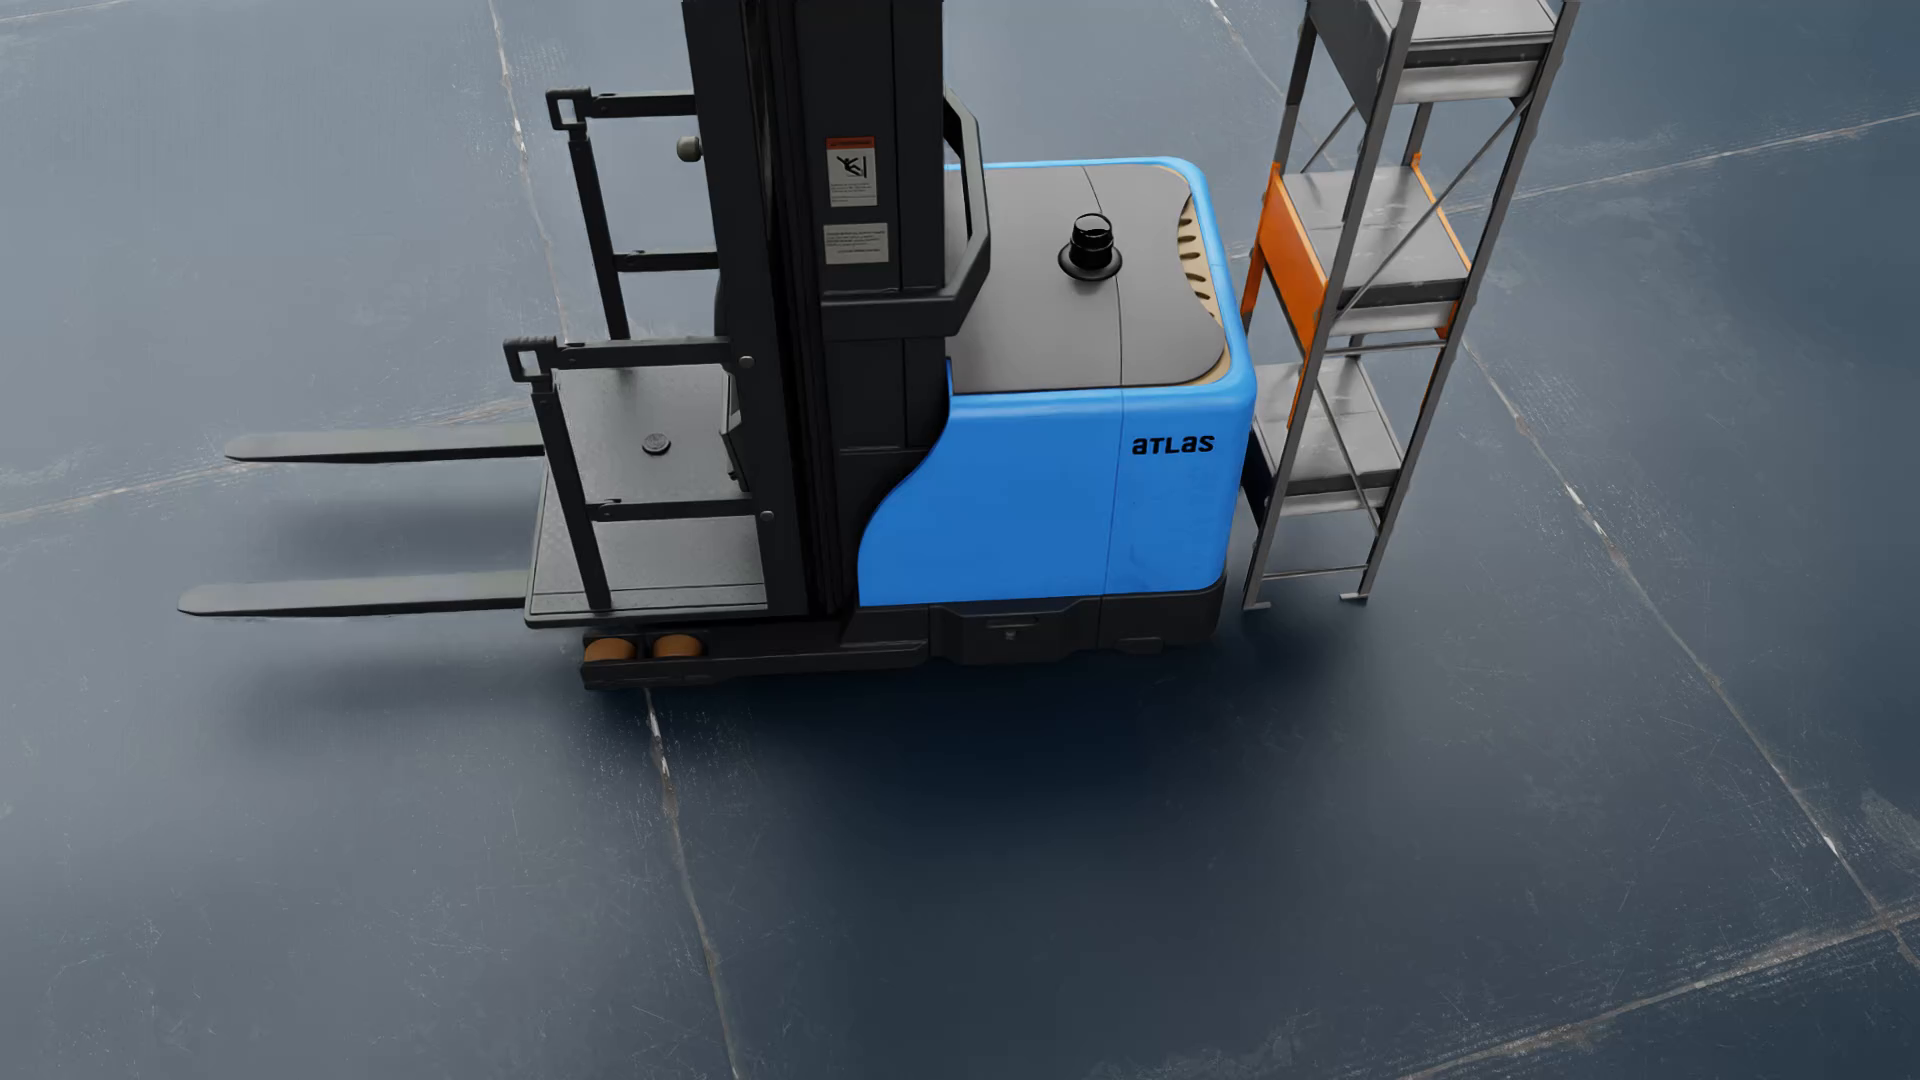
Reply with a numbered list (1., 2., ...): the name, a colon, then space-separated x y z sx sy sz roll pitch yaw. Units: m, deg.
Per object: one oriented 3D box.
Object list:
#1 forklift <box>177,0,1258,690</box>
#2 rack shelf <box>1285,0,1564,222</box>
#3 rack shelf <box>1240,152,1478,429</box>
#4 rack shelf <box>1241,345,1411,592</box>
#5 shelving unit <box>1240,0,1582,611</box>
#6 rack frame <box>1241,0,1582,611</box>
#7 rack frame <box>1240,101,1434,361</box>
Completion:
1. forklift: -0.766 -0.925 4.113 3.031 2.935 1.130 -3 50 -2
2. rack shelf: 1.078 -1.120 3.913 0.431 0.518 0.480 -6 50 -7
3. rack shelf: 1.053 -0.666 4.446 0.431 0.518 0.480 -6 50 -7
4. rack shelf: 1.028 -0.213 4.978 0.431 0.518 0.480 -6 50 -7
5. shelving unit: 1.053 -0.675 4.435 0.431 2.100 0.503 -6 50 -7
6. rack frame: 1.092 -0.491 4.280 0.400 2.100 0.015 -6 50 -7
7. rack frame: 1.015 -0.859 4.590 0.400 2.100 0.015 -6 50 -7
